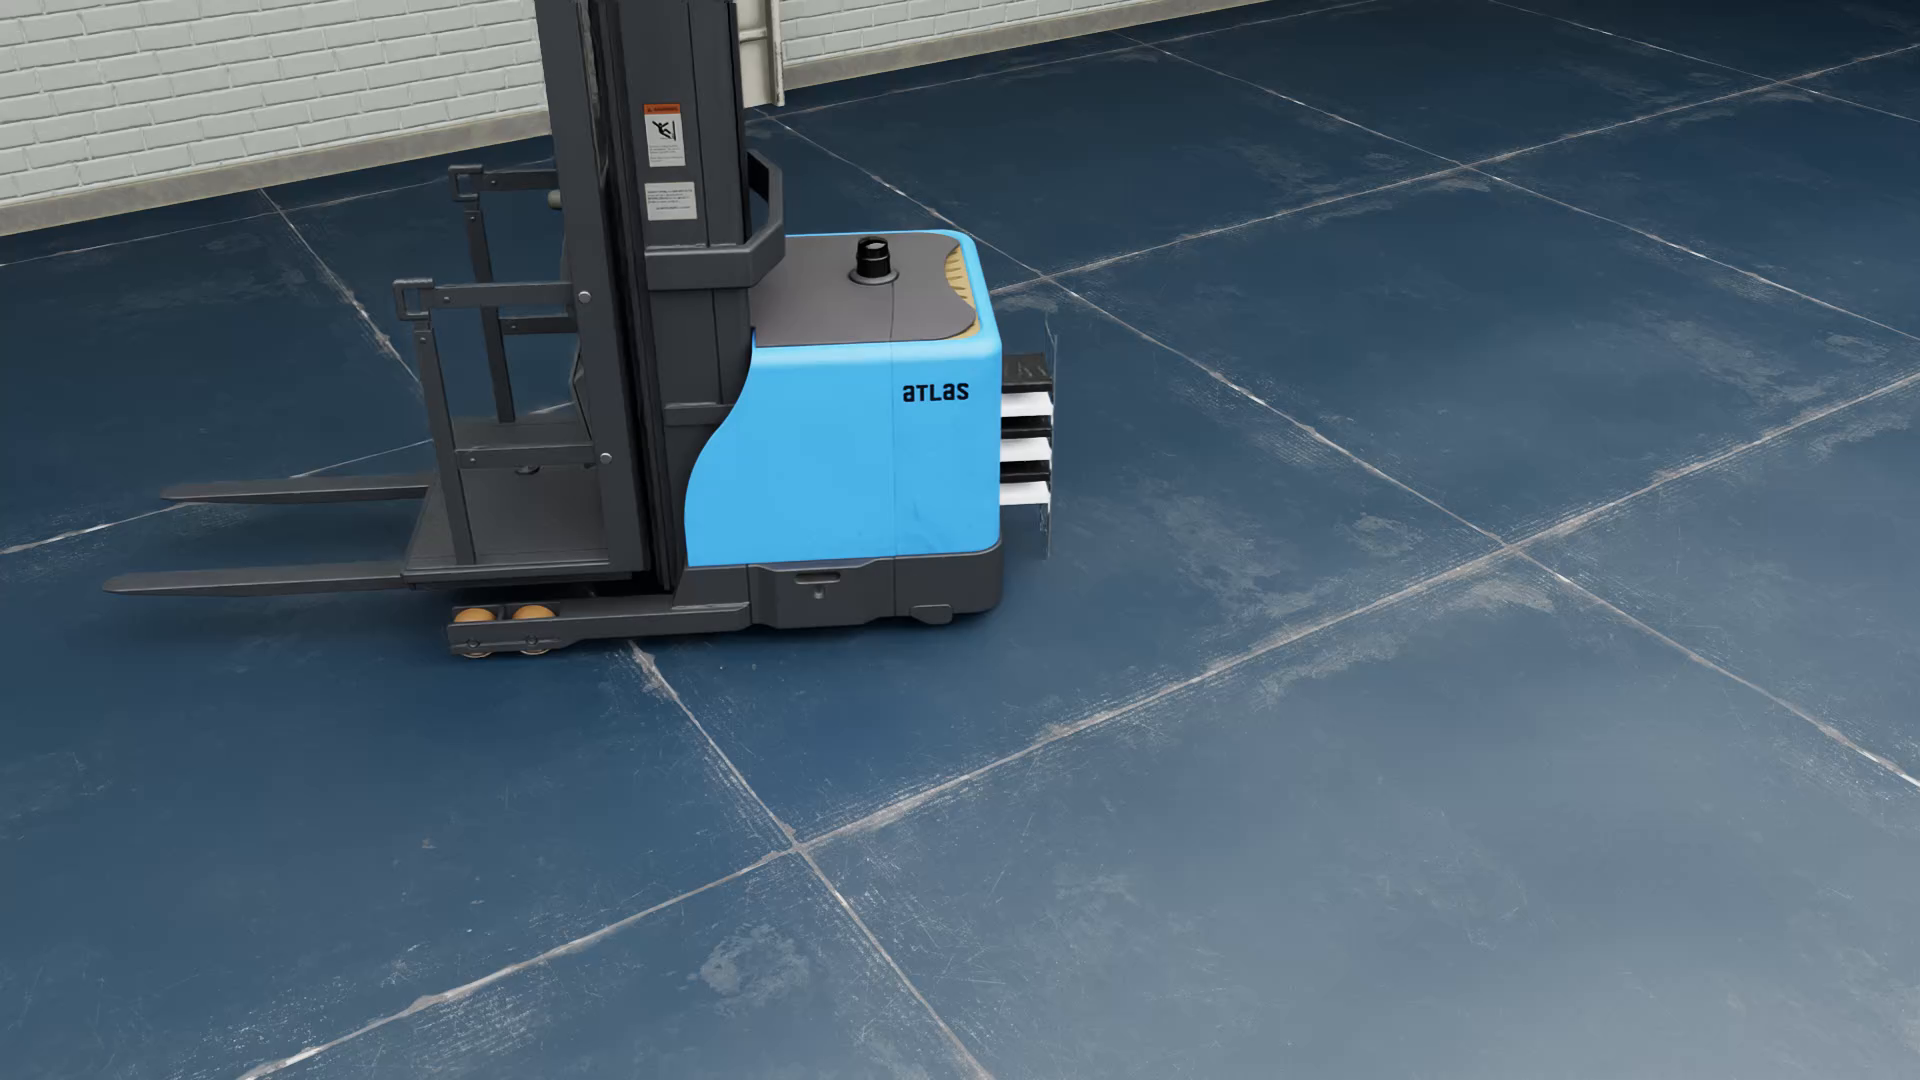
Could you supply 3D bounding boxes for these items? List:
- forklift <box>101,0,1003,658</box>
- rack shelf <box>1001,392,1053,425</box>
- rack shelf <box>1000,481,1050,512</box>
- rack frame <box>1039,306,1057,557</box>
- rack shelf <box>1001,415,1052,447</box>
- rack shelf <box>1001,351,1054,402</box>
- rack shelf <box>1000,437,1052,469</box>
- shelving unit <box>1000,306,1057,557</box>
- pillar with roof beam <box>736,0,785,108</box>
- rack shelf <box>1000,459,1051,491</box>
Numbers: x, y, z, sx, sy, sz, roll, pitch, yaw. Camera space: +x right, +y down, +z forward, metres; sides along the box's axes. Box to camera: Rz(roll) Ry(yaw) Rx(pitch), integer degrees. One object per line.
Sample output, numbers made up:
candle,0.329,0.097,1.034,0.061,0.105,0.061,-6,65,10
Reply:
forklift,-1.401,-1.137,5.306,3.031,2.935,1.130,-3,32,-5
rack shelf,0.214,-0.499,5.923,0.200,0.077,0.258,-3,32,-5
rack shelf,0.214,-0.194,6.115,0.200,0.077,0.258,-3,32,-5
rack frame,0.316,-0.380,6.009,0.006,0.900,0.240,-3,32,-5
rack shelf,0.214,-0.423,5.971,0.200,0.077,0.258,-3,32,-5
rack shelf,0.214,-0.575,5.874,0.200,0.077,0.258,-3,32,-5
rack shelf,0.214,-0.347,6.019,0.200,0.077,0.258,-3,32,-5
shelving unit,0.214,-0.375,6.001,0.210,0.900,0.258,-3,32,-5
pillar with roof beam,0.963,-4.681,5.236,0.400,9.000,9.100,-19,37,-27
rack shelf,0.214,-0.271,6.067,0.200,0.077,0.258,-3,32,-5
